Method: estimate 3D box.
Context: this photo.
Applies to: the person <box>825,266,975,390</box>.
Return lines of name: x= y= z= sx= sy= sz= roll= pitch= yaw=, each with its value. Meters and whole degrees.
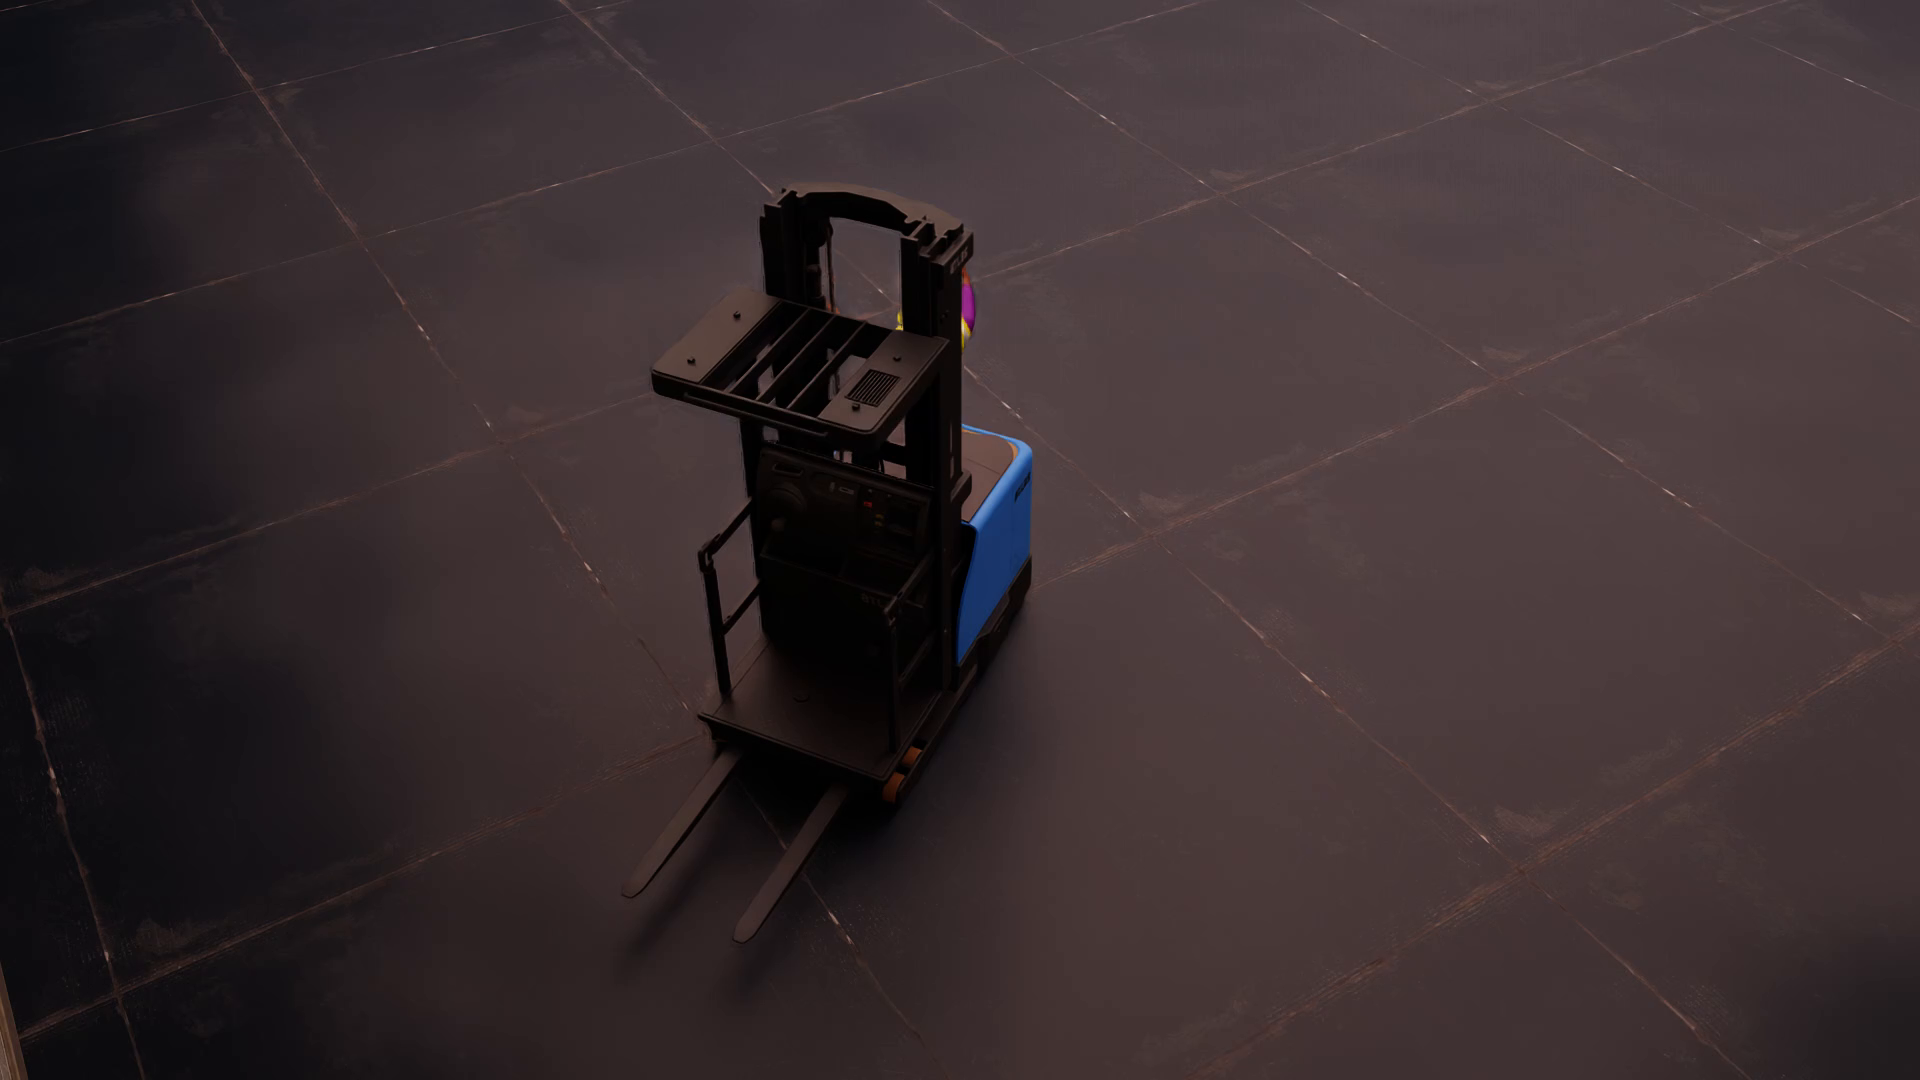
person: x=-0.405 y=-1.026 z=10.033 sx=1.083 sy=1.662 sz=0.807 roll=-22 pitch=46 yaw=-23

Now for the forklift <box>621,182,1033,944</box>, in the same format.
forklift: x=-0.664 y=-0.076 z=7.958 sx=1.130 sy=2.935 sz=3.031 roll=17 pitch=44 yaw=18
